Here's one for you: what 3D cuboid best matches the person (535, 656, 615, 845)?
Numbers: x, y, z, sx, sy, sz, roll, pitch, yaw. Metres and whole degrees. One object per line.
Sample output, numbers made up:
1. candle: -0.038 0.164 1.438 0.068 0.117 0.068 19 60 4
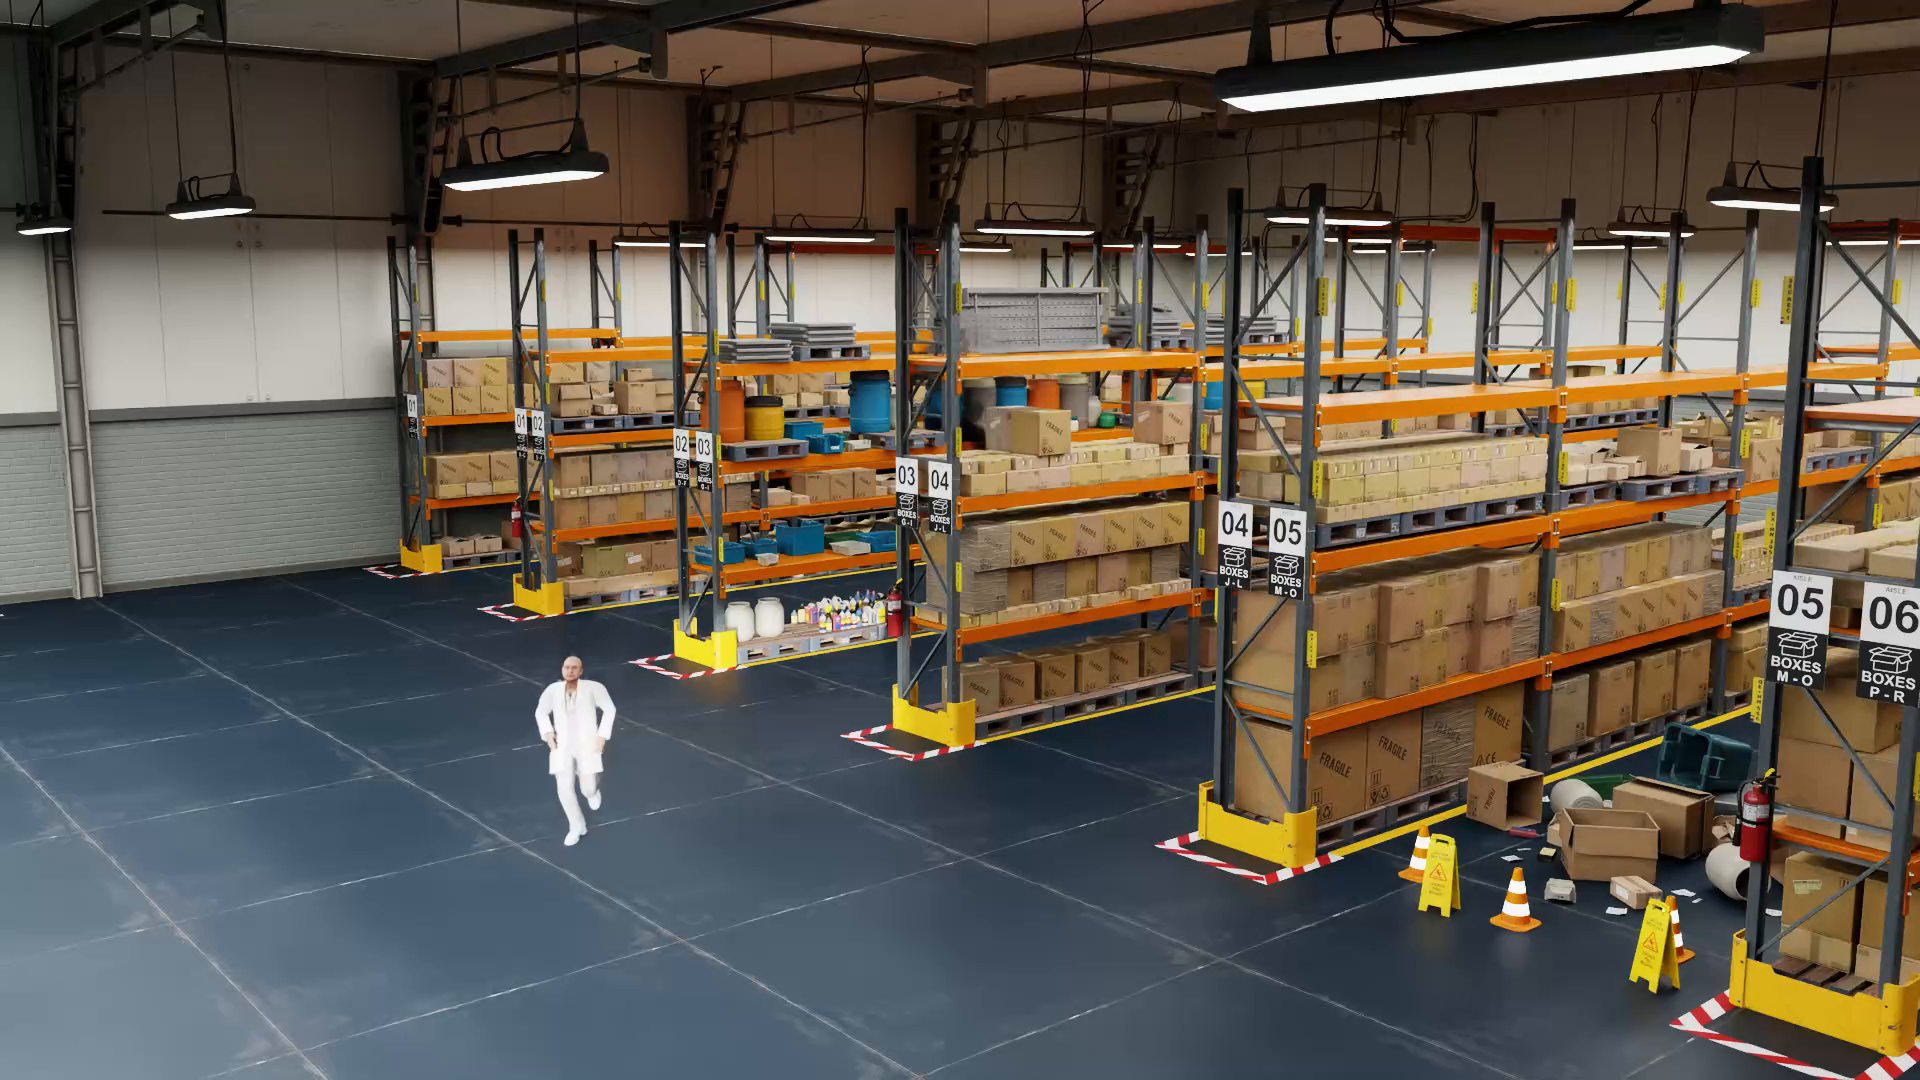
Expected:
1. person: -3.612 1.937 15.632 0.742 1.733 0.697 -1 9 -6
